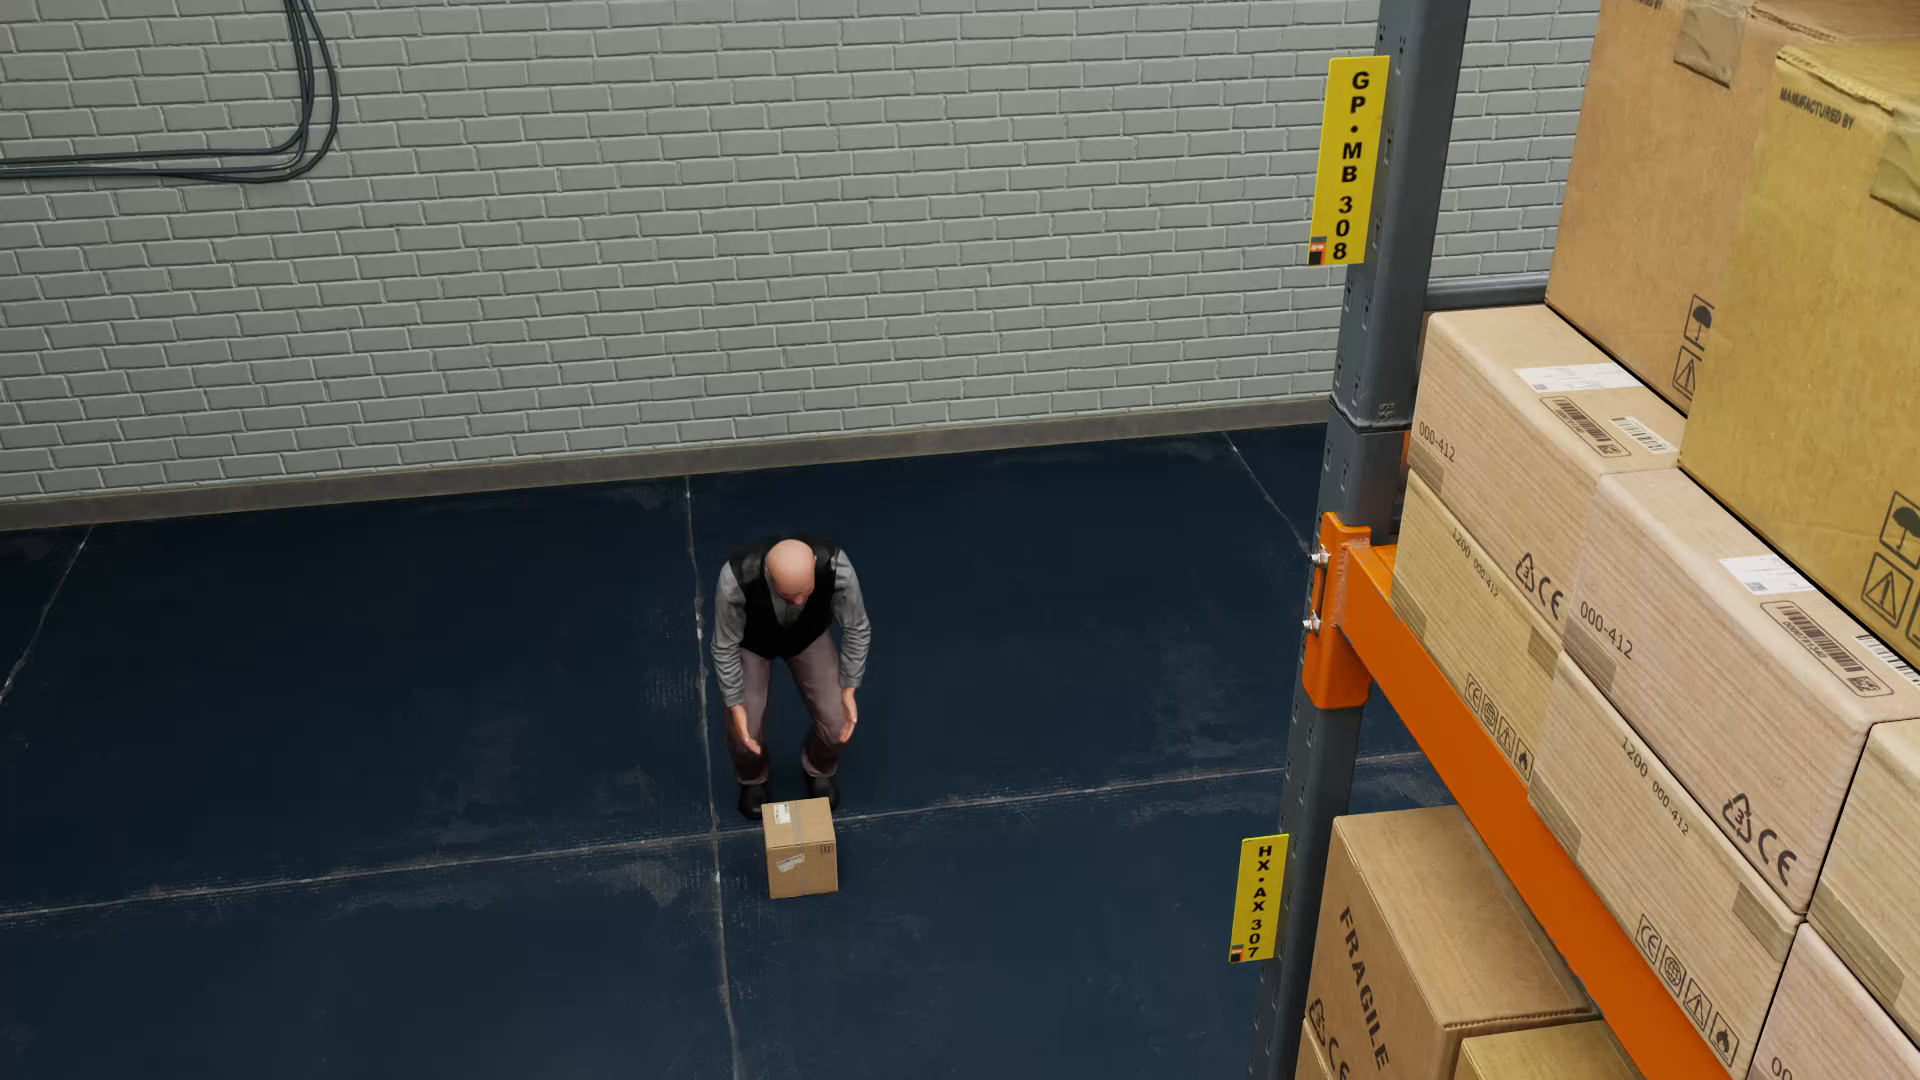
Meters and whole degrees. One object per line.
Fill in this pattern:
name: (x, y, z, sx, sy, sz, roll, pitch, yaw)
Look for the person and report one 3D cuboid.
person: (-0.637, 0.454, 6.261, 0.590, 1.345, 0.743, -5, 31, -9)
